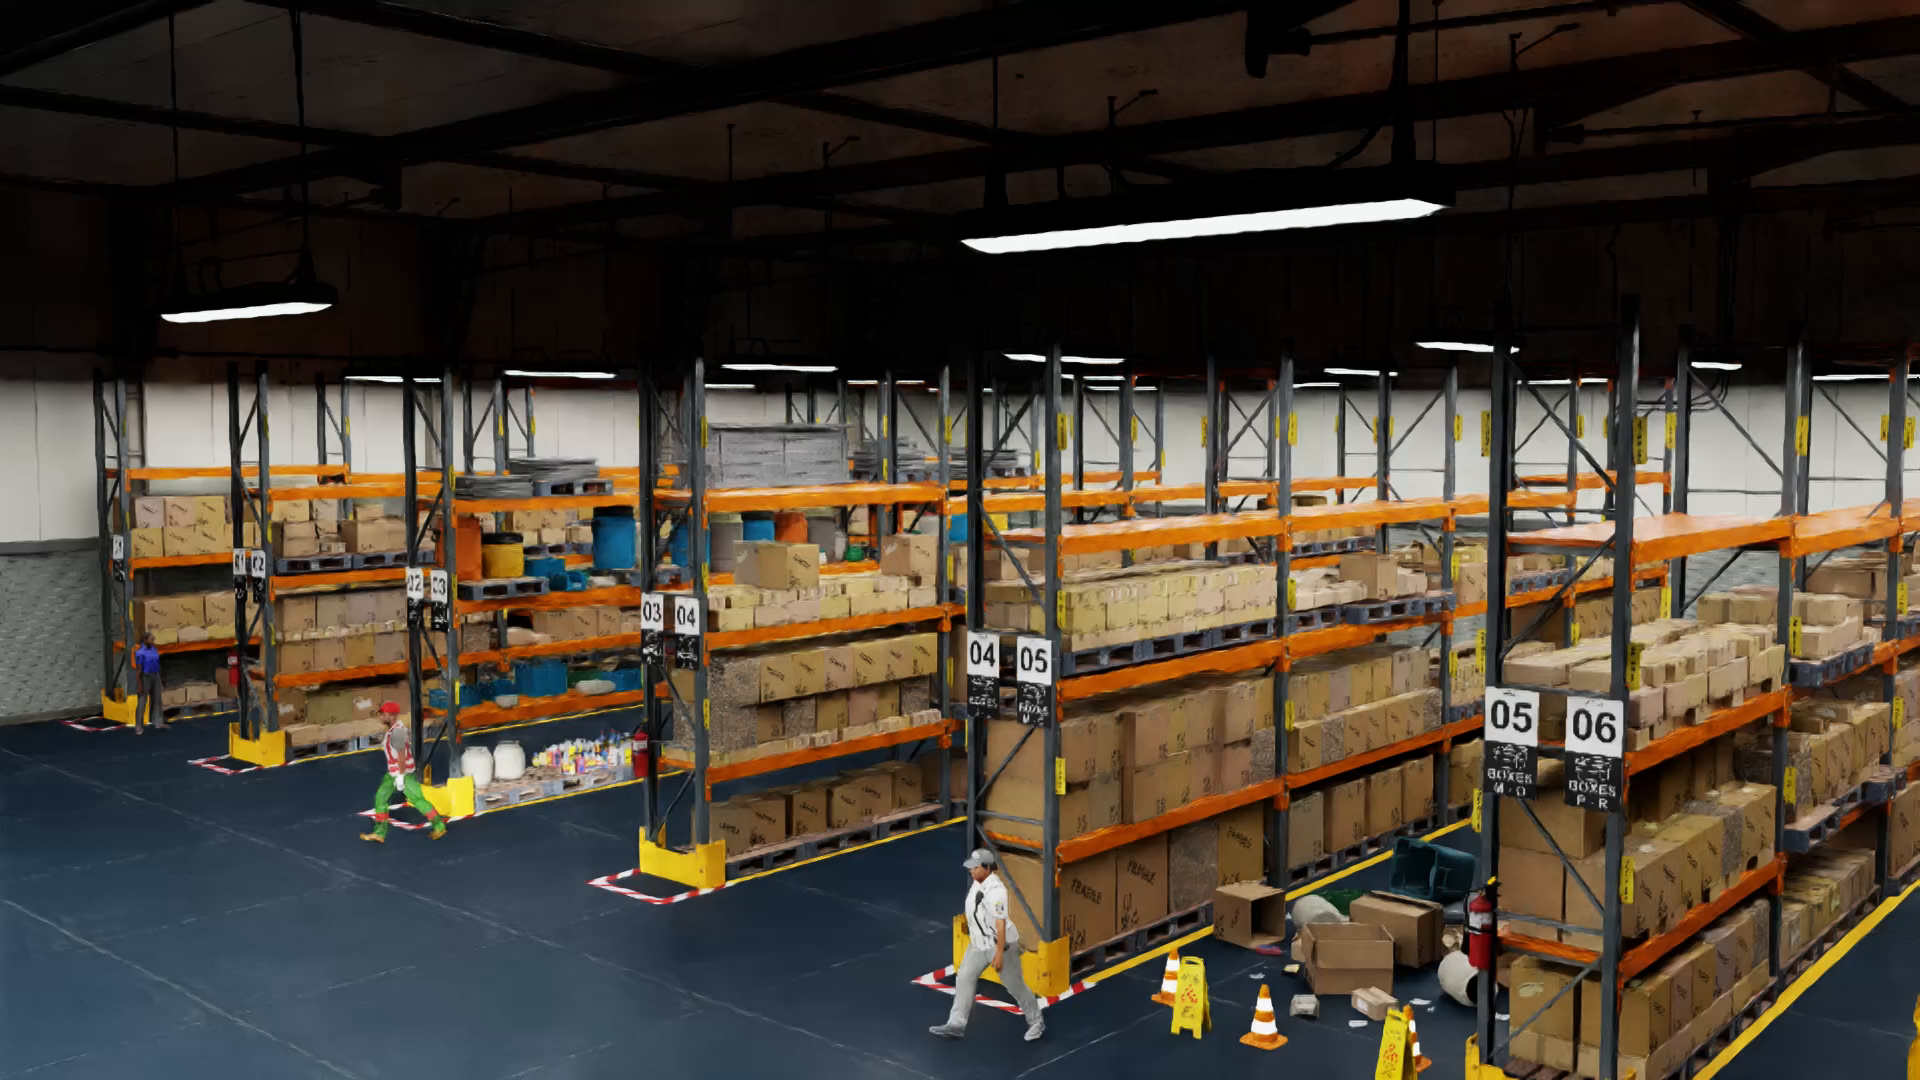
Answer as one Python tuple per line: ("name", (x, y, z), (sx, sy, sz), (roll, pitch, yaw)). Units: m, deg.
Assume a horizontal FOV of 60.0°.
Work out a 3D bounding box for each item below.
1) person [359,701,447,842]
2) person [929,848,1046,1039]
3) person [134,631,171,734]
("person", (-6.798, 2.817, 20.257), (0.987, 1.734, 0.596), (-2, 5, -29))
("person", (0.252, 3.347, 13.790), (0.938, 1.612, 0.520), (-2, 5, -25))
("person", (-13.279, 2.315, 27.269), (0.443, 1.661, 0.547), (1, 4, 19))
